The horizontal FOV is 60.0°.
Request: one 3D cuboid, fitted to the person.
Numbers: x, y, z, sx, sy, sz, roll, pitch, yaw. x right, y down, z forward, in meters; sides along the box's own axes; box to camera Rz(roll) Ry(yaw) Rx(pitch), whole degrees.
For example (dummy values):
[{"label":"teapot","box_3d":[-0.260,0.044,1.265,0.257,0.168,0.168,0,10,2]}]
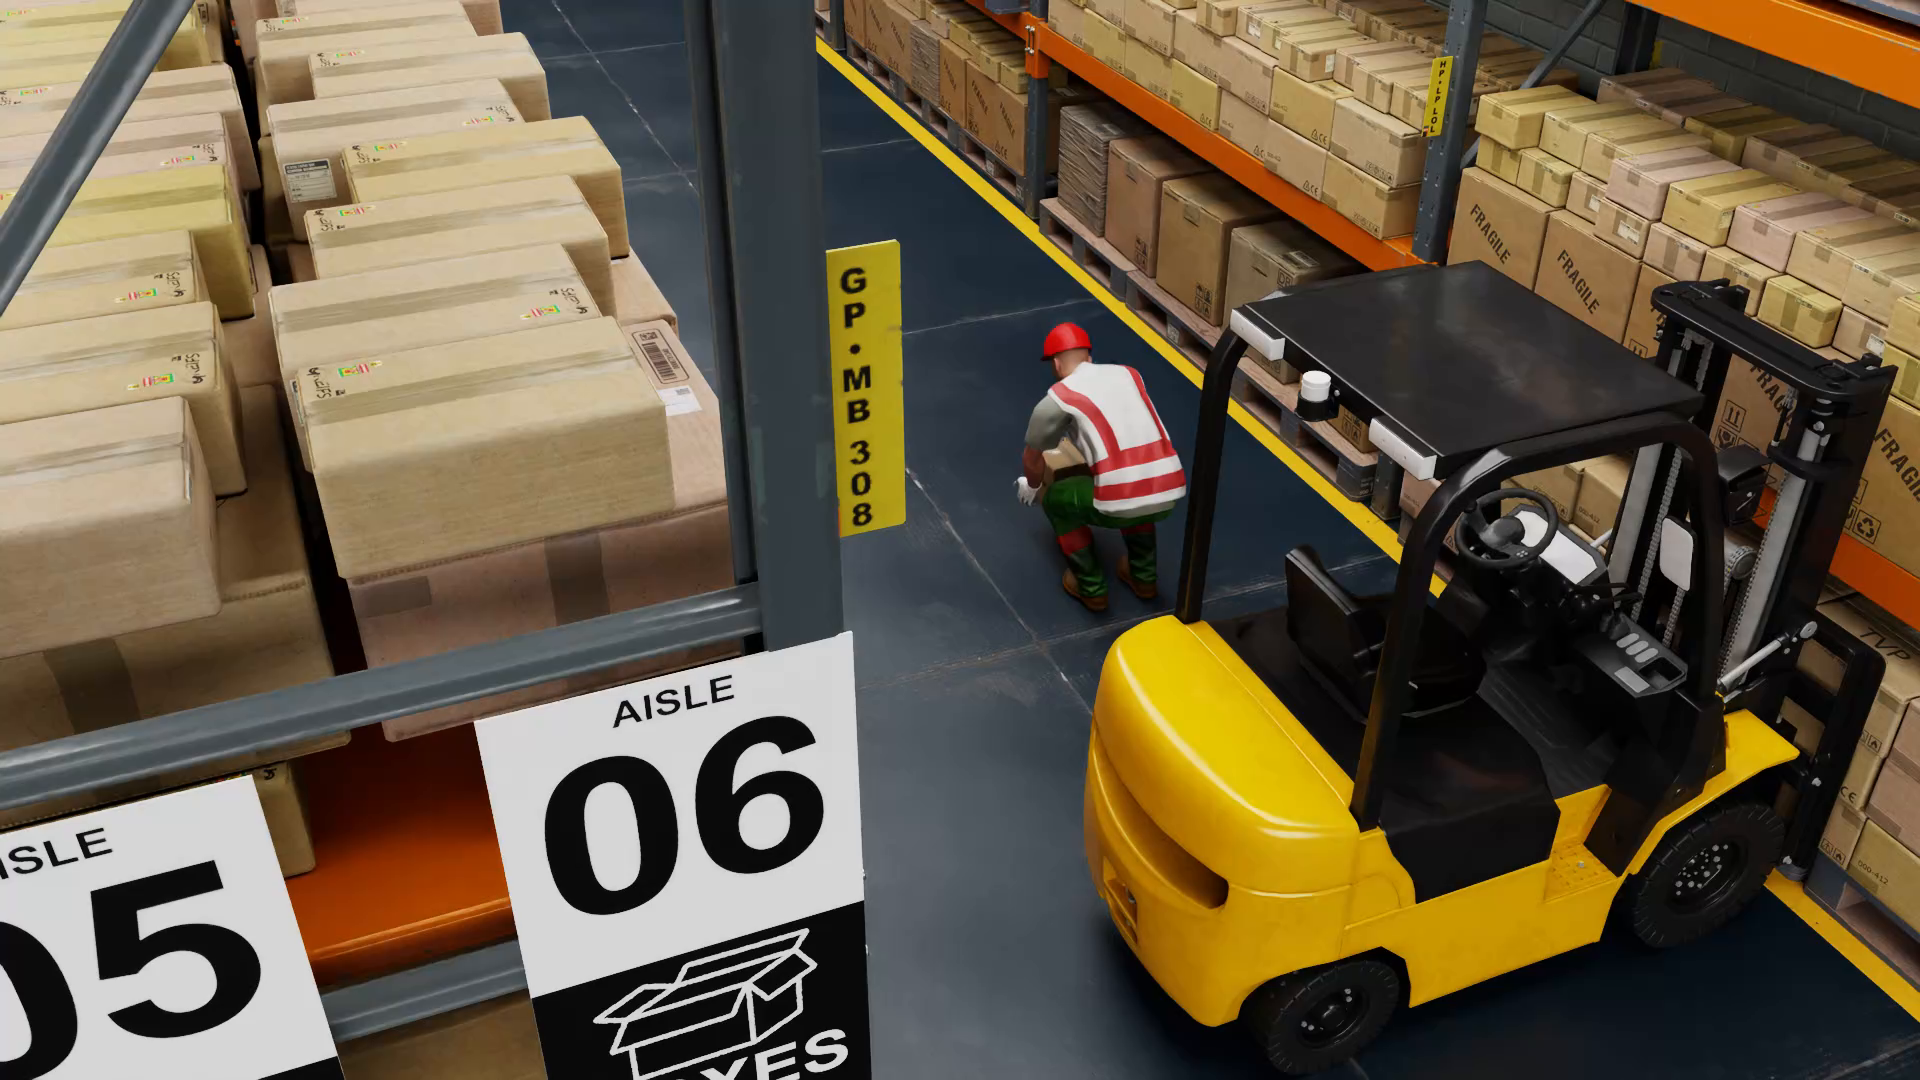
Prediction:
[{"label":"person","box_3d":[0.599,-0.294,7.167,0.583,1.136,0.854,-13,35,-19]}]
